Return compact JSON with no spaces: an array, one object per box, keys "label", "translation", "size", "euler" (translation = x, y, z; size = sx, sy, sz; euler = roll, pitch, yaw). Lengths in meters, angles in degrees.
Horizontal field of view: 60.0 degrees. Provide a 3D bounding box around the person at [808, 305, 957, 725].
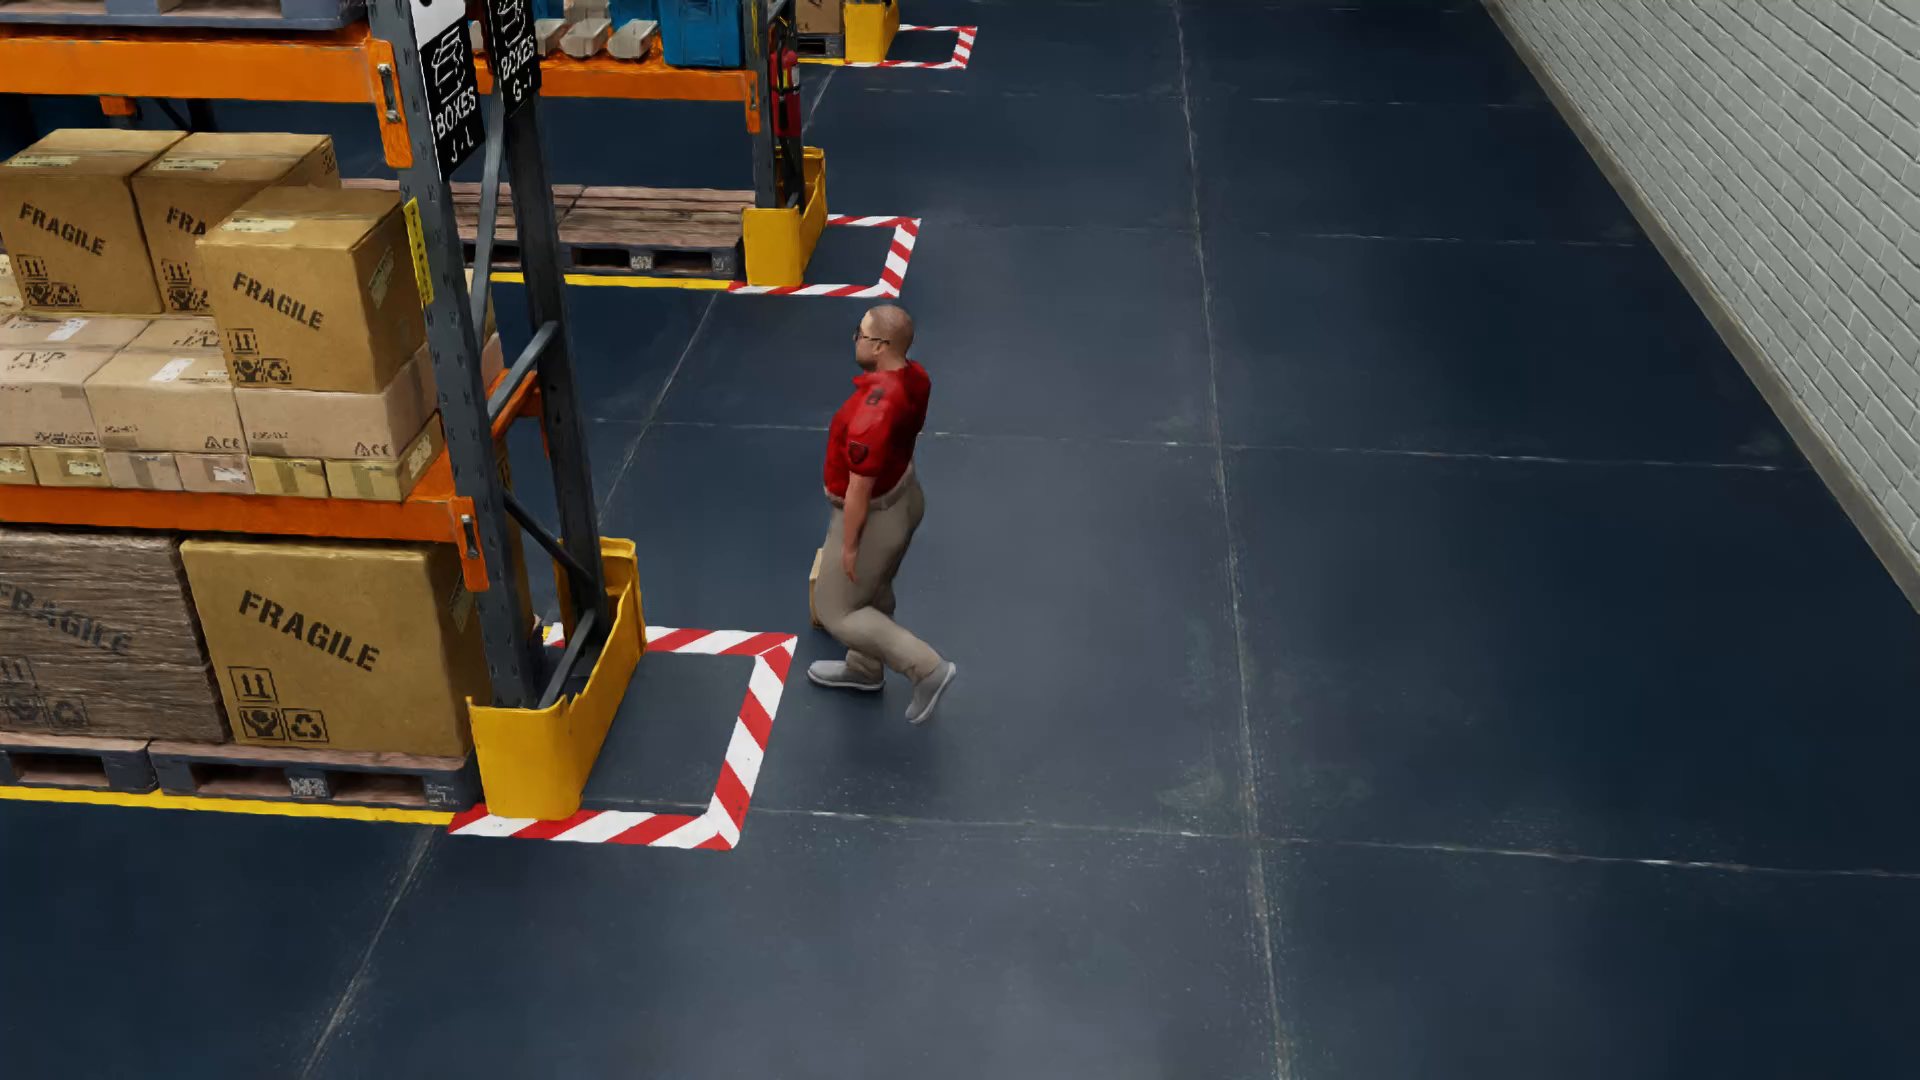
[{"label":"person","translation":[-0.308,-0.084,6.284],"size":[0.706,1.711,0.552],"euler":[11,33,16]}]
